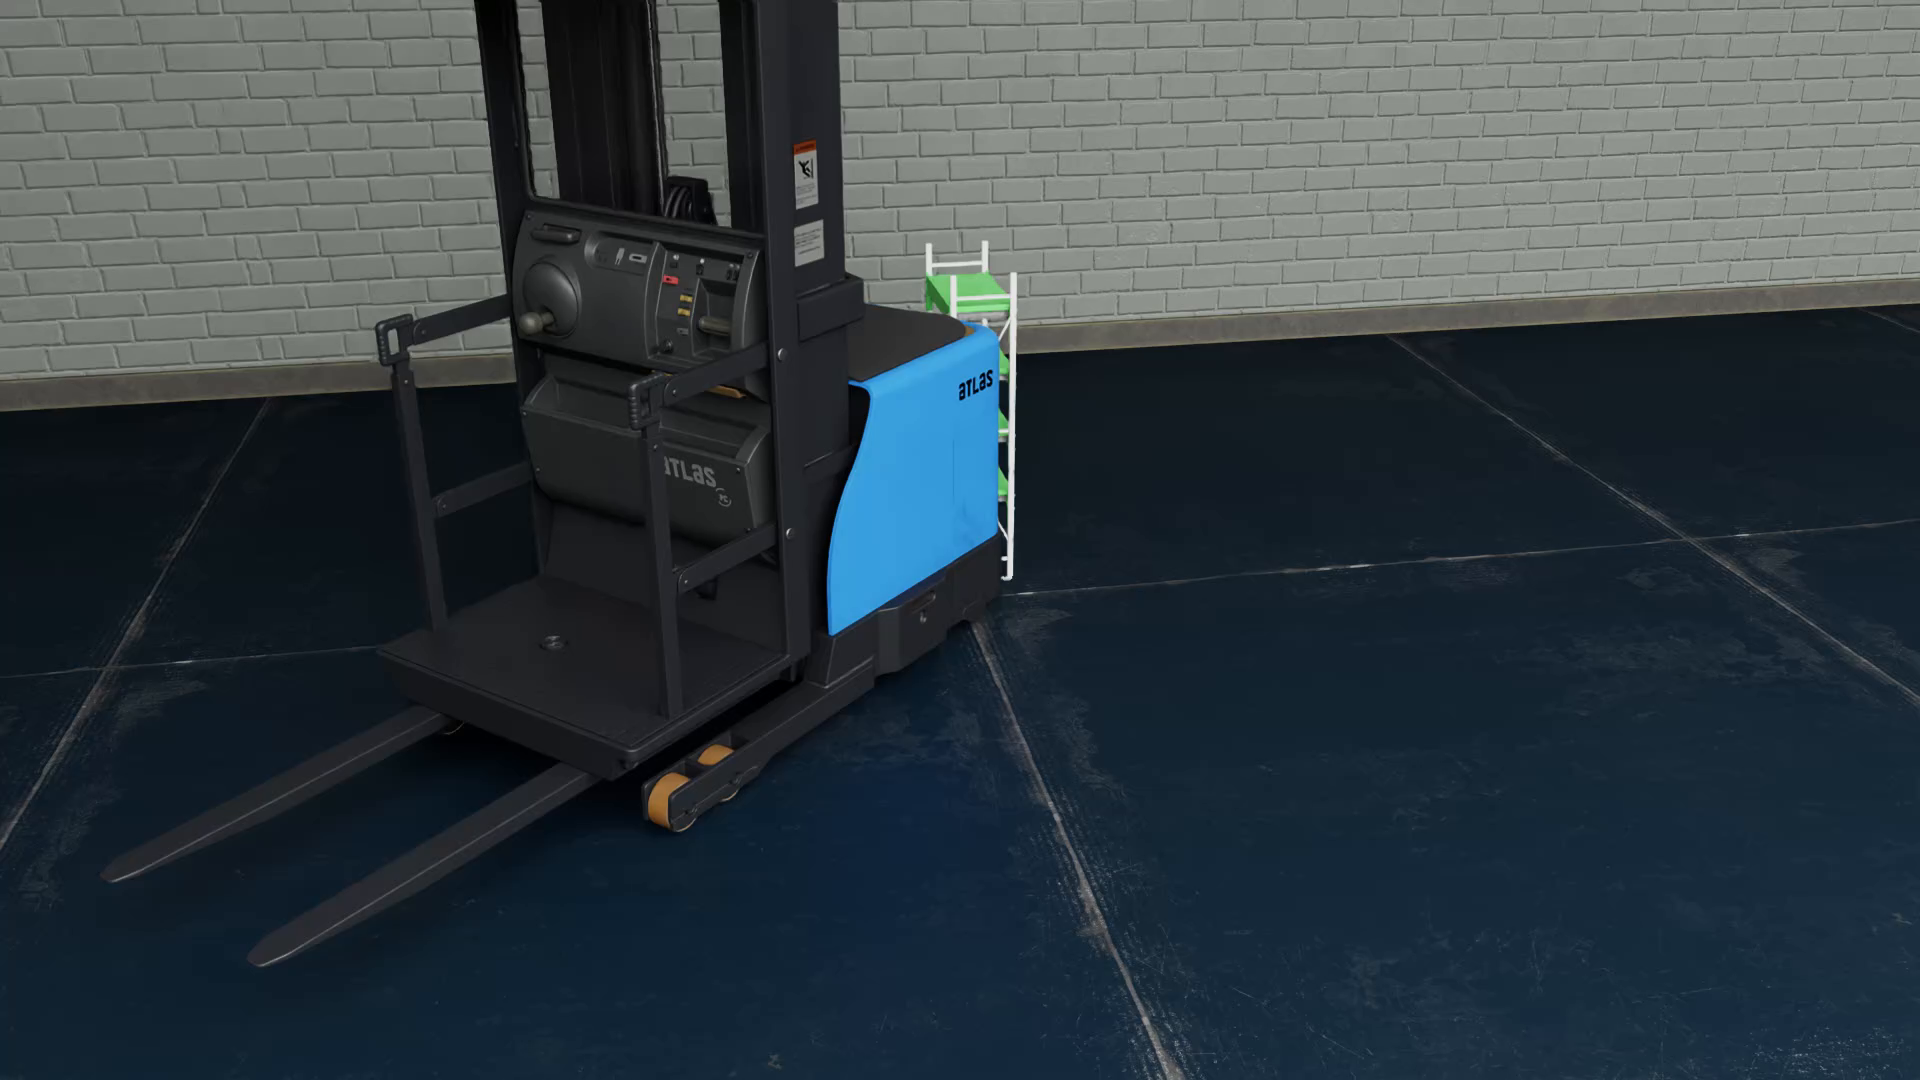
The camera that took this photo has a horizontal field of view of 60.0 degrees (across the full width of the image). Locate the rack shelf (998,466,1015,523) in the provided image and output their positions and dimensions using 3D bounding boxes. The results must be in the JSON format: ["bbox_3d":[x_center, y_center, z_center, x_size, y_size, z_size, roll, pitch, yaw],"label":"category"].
[{"bbox_3d":[0.037,-0.213,6.496,0.258,0.148,0.480,-5,24,-10],"label":"rack shelf"}]

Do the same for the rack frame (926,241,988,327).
[{"bbox_3d":[-0.012,-0.587,6.593,0.240,1.200,0.015,-5,24,-10],"label":"rack frame"}]

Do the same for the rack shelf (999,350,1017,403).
[{"bbox_3d":[0.036,-0.652,6.303,0.258,0.148,0.480,-5,24,-10],"label":"rack shelf"}]

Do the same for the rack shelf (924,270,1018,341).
[{"bbox_3d":[0.036,-0.872,6.207,0.258,0.148,0.480,-5,24,-10],"label":"rack shelf"}]

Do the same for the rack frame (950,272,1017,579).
[{"bbox_3d":[0.084,-0.395,6.155,0.240,1.200,0.015,-5,24,-10],"label":"rack frame"}]

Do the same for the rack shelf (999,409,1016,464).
[{"bbox_3d":[0.036,-0.432,6.400,0.258,0.148,0.480,-5,24,-10],"label":"rack shelf"}]

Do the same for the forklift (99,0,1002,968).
[{"bbox_3d":[-1.082,-0.715,4.726,1.130,2.935,3.031,15,28,30],"label":"forklift"}]

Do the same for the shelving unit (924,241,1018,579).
[{"bbox_3d":[0.036,-0.491,6.374,0.258,1.200,0.503,-5,24,-10],"label":"shelving unit"}]
